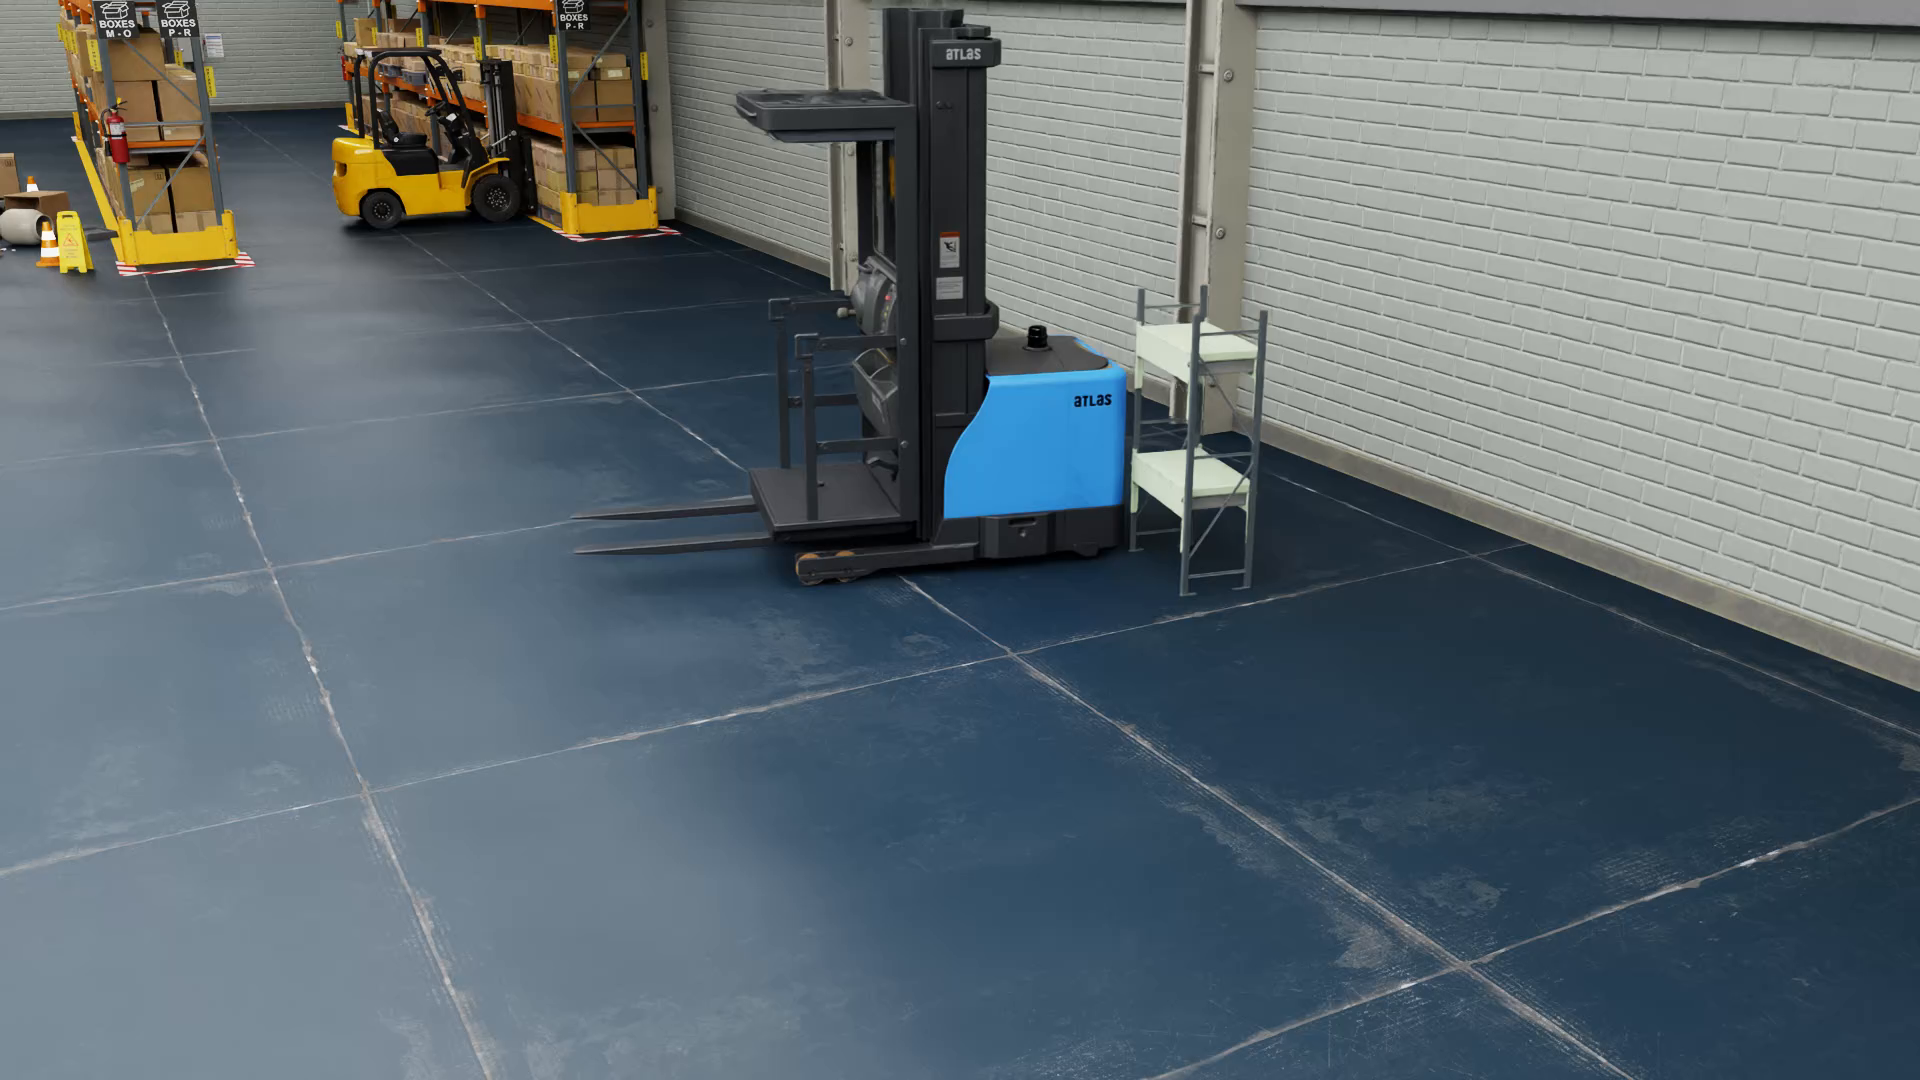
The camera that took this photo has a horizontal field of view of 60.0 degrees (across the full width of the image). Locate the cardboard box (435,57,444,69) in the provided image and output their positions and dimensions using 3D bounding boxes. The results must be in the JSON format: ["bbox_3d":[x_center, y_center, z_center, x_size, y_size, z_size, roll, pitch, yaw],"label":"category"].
[{"bbox_3d":[-7.980,-7.498,26.227,0.500,0.250,0.500,-9,21,-25],"label":"cardboard box"}]

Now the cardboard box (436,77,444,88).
[{"bbox_3d":[-7.982,-7.261,26.305,0.500,0.250,0.500,-10,22,-28],"label":"cardboard box"}]

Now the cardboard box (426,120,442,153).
[{"bbox_3d":[-8.602,-6.747,27.774,0.500,0.500,0.500,-9,21,-25],"label":"cardboard box"}]

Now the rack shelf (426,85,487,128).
[{"bbox_3d":[-7.263,-6.728,25.633,1.077,0.370,4.000,-10,21,-27],"label":"rack shelf"}]

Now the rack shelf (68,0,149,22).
[{"bbox_3d":[-11.629,-7.376,22.913,1.077,0.370,4.000,-10,21,-27],"label":"rack shelf"}]

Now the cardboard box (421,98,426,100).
[{"bbox_3d":[-9.683,-8.053,30.564,0.380,0.149,0.250,-11,22,-29],"label":"cardboard box"}]

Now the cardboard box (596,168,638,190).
[{"bbox_3d":[-4.454,-4.648,21.307,0.500,0.250,0.500,-10,21,-26],"label":"cardboard box"}]

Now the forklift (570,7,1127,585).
[{"bbox_3d":[-0.648,-1.333,9.002,3.031,2.935,1.130,-5,20,-13],"label":"forklift"}]

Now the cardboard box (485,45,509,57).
[{"bbox_3d":[-6.423,-6.851,23.283,0.380,0.149,0.250,-10,21,-26],"label":"cardboard box"}]

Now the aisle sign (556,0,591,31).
[{"bbox_3d":[-4.641,-6.510,19.914,0.394,0.787,0.004,-10,21,-27],"label":"aisle sign"}]

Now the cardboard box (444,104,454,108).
[{"bbox_3d":[-8.847,-7.527,29.039,0.380,0.149,0.250,-10,21,-26],"label":"cardboard box"}]

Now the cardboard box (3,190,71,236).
[{"bbox_3d":[-11.368,-4.025,20.526,0.500,0.500,0.500,4,19,11],"label":"cardboard box"}]

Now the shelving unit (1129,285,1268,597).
[{"bbox_3d":[1.255,-0.546,8.915,0.431,1.500,0.755,-5,20,-15],"label":"shelving unit"}]

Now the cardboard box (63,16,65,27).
[{"bbox_3d":[-15.660,-9.070,29.631,0.500,0.500,0.500,-10,21,-26],"label":"cardboard box"}]

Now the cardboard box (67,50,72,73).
[{"bbox_3d":[-15.912,-8.744,30.220,0.500,0.500,0.500,-10,21,-27],"label":"cardboard box"}]

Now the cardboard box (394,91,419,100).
[{"bbox_3d":[-10.010,-8.043,30.080,0.380,0.149,0.250,-11,22,-29],"label":"cardboard box"}]

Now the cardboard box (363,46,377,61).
[{"bbox_3d":[-11.045,-9.255,31.629,0.500,0.250,0.500,-10,21,-27],"label":"cardboard box"}]

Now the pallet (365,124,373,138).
[{"bbox_3d":[-11.020,-8.020,32.550,1.003,0.211,1.213,-10,21,-27],"label":"pallet"}]

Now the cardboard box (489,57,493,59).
[{"bbox_3d":[-6.393,-6.715,23.347,0.380,0.149,0.250,-10,22,-28],"label":"cardboard box"}]

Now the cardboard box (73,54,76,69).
[{"bbox_3d":[-14.029,-7.722,26.874,0.500,0.250,0.500,-10,21,-26],"label":"cardboard box"}]

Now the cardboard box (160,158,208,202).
[{"bbox_3d":[-9.184,-4.259,19.799,0.500,0.500,0.500,-11,22,-29],"label":"cardboard box"}]

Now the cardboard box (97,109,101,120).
[{"bbox_3d":[-10.812,-5.465,21.256,0.380,0.149,0.250,-10,21,-27],"label":"cardboard box"}]

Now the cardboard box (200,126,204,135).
[{"bbox_3d":[-8.946,-4.745,19.170,0.380,0.149,0.250,-11,22,-28],"label":"cardboard box"}]

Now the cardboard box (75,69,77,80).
[{"bbox_3d":[-14.502,-7.782,27.816,0.500,0.250,0.500,-11,22,-28],"label":"cardboard box"}]

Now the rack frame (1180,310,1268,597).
[{"bbox_3d":[1.357,-0.432,8.583,0.400,1.500,0.023,-5,20,-15],"label":"rack frame"}]

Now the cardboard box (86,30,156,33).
[{"bbox_3d":[-9.449,-5.495,18.817,0.700,0.500,0.500,-10,21,-26],"label":"cardboard box"}]

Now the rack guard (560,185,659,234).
[{"bbox_3d":[-4.402,-4.157,20.912,1.175,0.500,0.348,-10,21,-27],"label":"rack guard"}]

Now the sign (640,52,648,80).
[{"bbox_3d":[-3.922,-5.876,20.614,0.100,0.325,0.005,-10,21,-27],"label":"sign"}]

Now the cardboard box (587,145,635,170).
[{"bbox_3d":[-4.475,-4.884,21.226,0.500,0.250,0.500,-10,22,-27],"label":"cardboard box"}]

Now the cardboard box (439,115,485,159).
[{"bbox_3d":[-7.928,-6.537,26.974,0.875,0.625,0.625,-9,21,-25],"label":"cardboard box"}]

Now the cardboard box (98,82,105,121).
[{"bbox_3d":[-9.514,-5.021,18.975,0.500,0.500,0.500,-10,21,-27],"label":"cardboard box"}]

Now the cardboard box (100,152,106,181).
[{"bbox_3d":[-11.962,-5.454,24.224,0.950,0.372,0.625,-10,22,-28],"label":"cardboard box"}]

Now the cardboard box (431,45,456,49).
[{"bbox_3d":[-8.192,-7.782,26.439,0.380,0.149,0.250,-9,21,-25],"label":"cardboard box"}]

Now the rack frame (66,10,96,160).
[{"bbox_3d":[-14.478,-8.020,28.276,1.000,3.000,0.127,-10,21,-27],"label":"rack frame"}]

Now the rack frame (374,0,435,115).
[{"bbox_3d":[-10.112,-8.790,30.507,1.000,3.000,0.127,-10,21,-27],"label":"rack frame"}]

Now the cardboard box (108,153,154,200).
[{"bbox_3d":[-10.128,-4.465,20.394,0.500,0.500,0.500,-9,21,-24],"label":"cardboard box"}]

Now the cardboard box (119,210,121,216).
[{"bbox_3d":[-9.640,-3.815,19.659,0.500,0.250,0.500,-10,21,-26],"label":"cardboard box"}]

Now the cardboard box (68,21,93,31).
[{"bbox_3d":[-14.021,-8.083,26.773,0.500,0.500,0.500,-11,22,-28],"label":"cardboard box"}]

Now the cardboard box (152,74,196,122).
[{"bbox_3d":[-9.010,-5.091,19.176,0.500,0.500,0.500,-9,21,-25],"label":"cardboard box"}]

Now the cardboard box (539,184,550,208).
[{"bbox_3d":[-5.143,-4.474,21.571,0.500,0.250,0.500,-10,21,-27],"label":"cardboard box"}]

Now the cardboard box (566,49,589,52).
[{"bbox_3d":[-5.094,-6.418,22.029,0.380,0.149,0.250,-10,21,-26],"label":"cardboard box"}]

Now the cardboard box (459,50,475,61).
[{"bbox_3d":[-7.303,-7.274,24.964,0.380,0.149,0.250,-10,21,-26],"label":"cardboard box"}]

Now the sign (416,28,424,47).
[{"bbox_3d":[-8.686,-8.065,26.752,0.100,0.325,0.005,-10,21,-27],"label":"sign"}]

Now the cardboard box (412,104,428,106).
[{"bbox_3d":[-9.347,-7.532,29.053,0.380,0.149,0.250,-10,21,-26],"label":"cardboard box"}]

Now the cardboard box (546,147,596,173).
[{"bbox_3d":[-4.907,-4.801,20.984,0.500,0.250,0.500,-9,21,-25],"label":"cardboard box"}]

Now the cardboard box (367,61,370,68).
[{"bbox_3d":[-11.020,-9.015,31.543,0.380,0.149,0.250,-10,22,-27],"label":"cardboard box"}]

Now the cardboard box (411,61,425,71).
[{"bbox_3d":[-8.862,-7.851,27.526,0.380,0.149,0.250,-10,21,-26],"label":"cardboard box"}]

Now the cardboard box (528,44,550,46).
[{"bbox_3d":[-5.896,-6.943,23.551,0.380,0.149,0.250,-10,21,-27],"label":"cardboard box"}]

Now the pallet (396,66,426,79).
[{"bbox_3d":[-9.140,-8.109,28.827,1.003,0.211,1.213,-10,21,-27],"label":"pallet"}]

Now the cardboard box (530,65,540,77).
[{"bbox_3d":[-5.318,-6.051,21.420,0.380,0.149,0.250,-11,22,-28],"label":"cardboard box"}]

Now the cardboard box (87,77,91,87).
[{"bbox_3d":[-12.282,-6.576,23.830,0.380,0.149,0.250,-10,21,-26],"label":"cardboard box"}]

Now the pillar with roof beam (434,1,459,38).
[{"bbox_3d":[-13.438,-11.299,28.580,9.100,9.000,0.400,-10,21,-27],"label":"pillar with roof beam"}]

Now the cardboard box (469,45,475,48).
[{"bbox_3d":[-7.588,-7.792,26.467,0.380,0.149,0.250,-10,21,-27],"label":"cardboard box"}]
